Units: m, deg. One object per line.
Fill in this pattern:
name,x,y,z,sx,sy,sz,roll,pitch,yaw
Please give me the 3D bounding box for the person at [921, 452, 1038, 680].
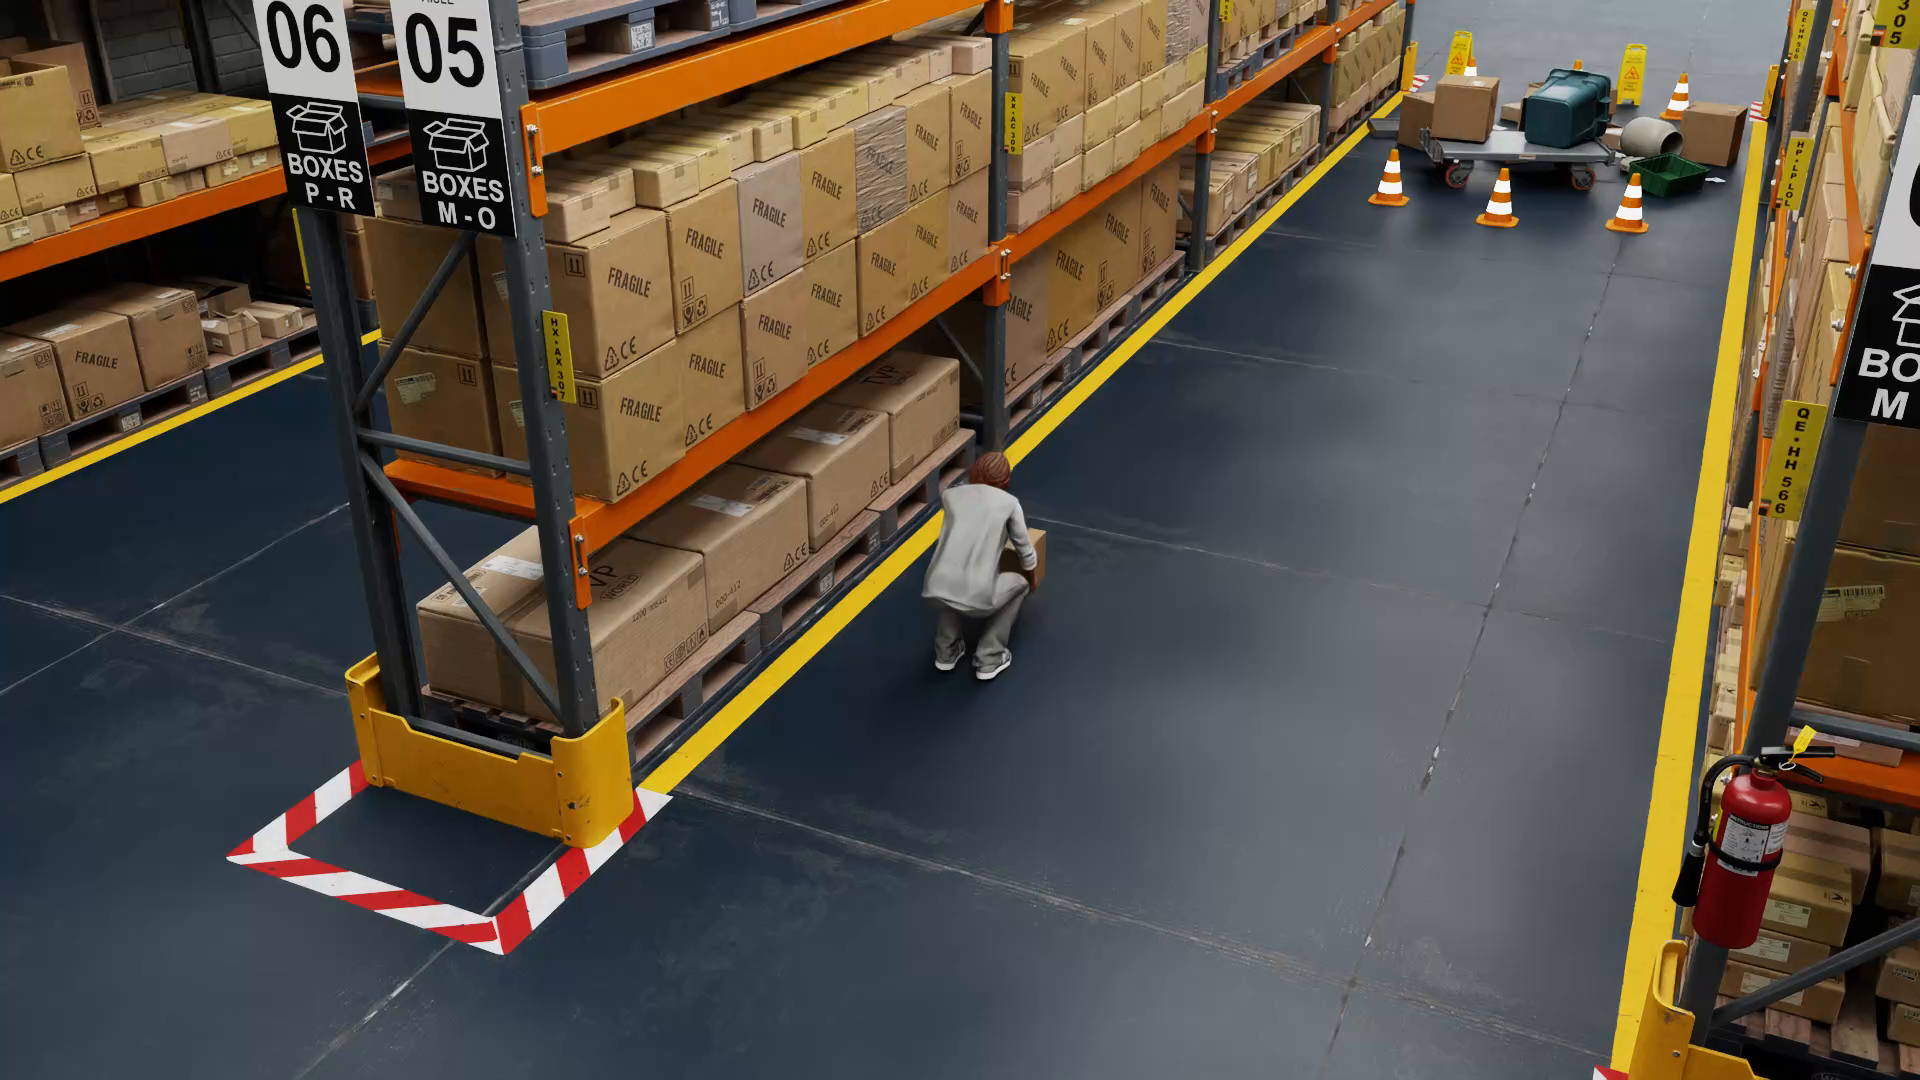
person,0.079,0.171,7.663,0.447,0.814,0.807,11,29,22
